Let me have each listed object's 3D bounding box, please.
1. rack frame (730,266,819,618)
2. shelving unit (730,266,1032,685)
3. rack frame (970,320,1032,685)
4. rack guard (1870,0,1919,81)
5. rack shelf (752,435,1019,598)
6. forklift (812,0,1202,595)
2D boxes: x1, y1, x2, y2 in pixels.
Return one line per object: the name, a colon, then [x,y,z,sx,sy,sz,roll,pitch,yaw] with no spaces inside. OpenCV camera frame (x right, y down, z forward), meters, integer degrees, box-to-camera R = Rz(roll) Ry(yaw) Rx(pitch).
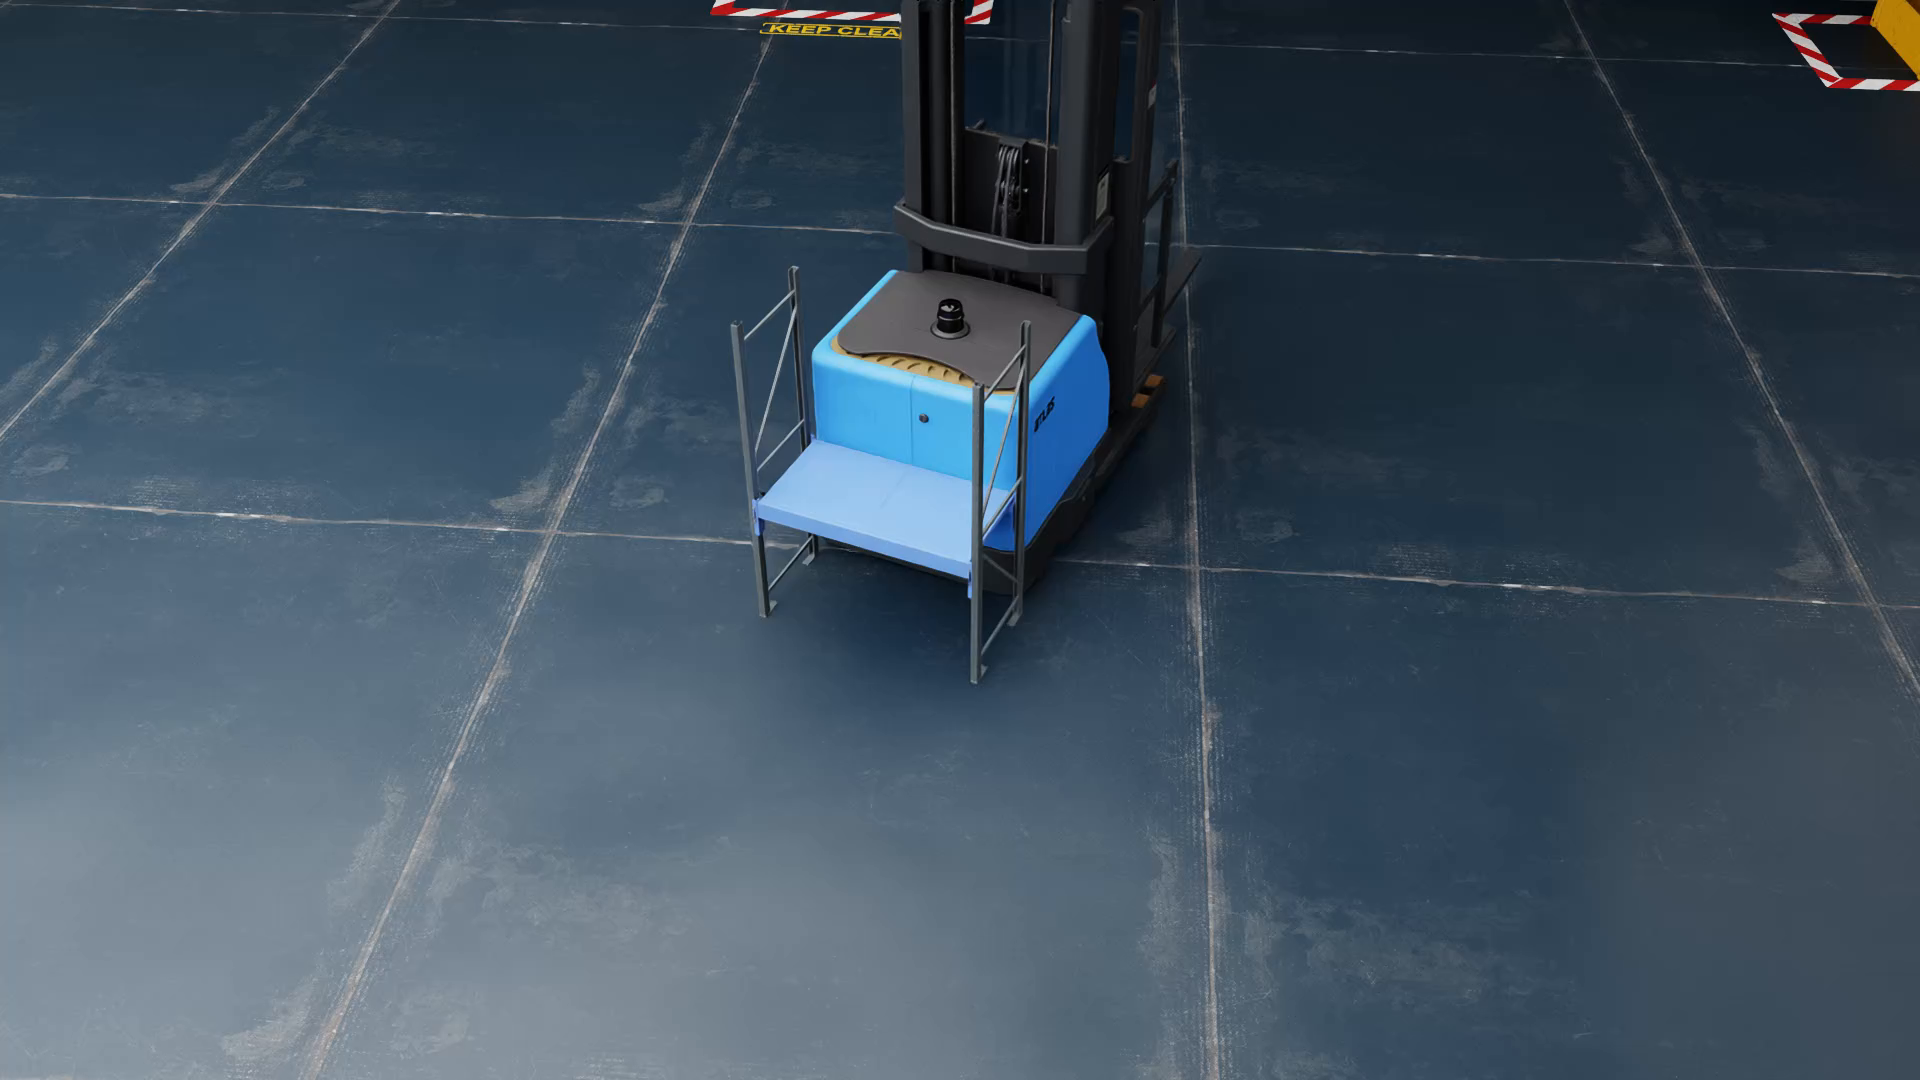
rack frame: [-0.766,-0.383,7.033,0.032,1.500,0.500,16,42,19]
shelving unit: [-0.303,-0.252,6.871,1.048,1.500,0.538,16,42,19]
rack frame: [0.161,-0.120,6.709,0.032,1.500,0.500,16,42,19]
rack guard: [6.986,-3.748,11.959,0.348,0.500,1.175,3,39,4]
rack shelf: [-0.303,-0.112,6.985,1.000,0.185,0.538,16,42,19]
forklift: [0.429,-1.821,7.665,1.130,2.935,3.031,16,42,19]
